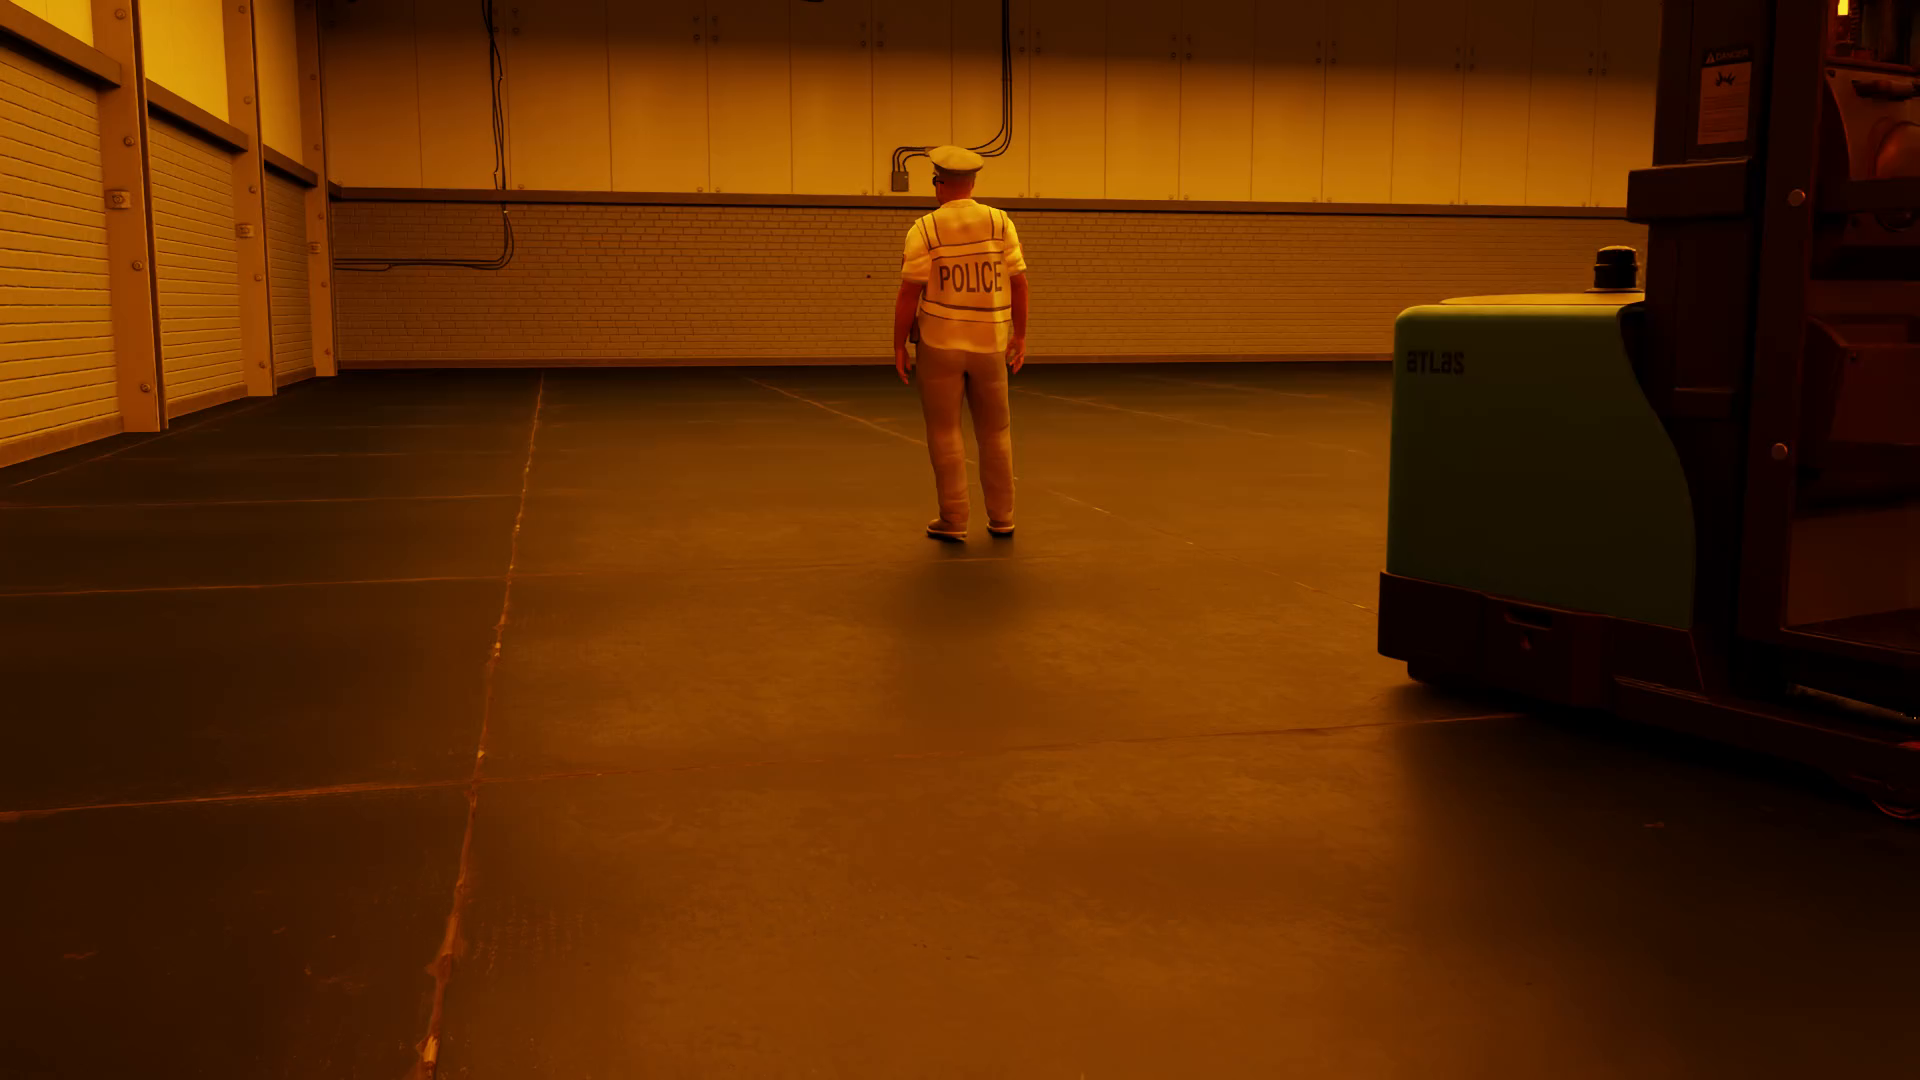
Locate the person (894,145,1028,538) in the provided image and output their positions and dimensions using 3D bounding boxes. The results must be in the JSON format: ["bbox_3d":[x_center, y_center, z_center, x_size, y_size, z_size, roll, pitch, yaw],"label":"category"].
[{"bbox_3d":[-0.006,-0.900,7.660,0.640,1.781,0.575,-2,8,-13],"label":"person"}]

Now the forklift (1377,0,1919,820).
[{"bbox_3d":[2.395,-0.911,3.648,1.130,2.935,3.031,-5,9,-30],"label":"forklift"}]
